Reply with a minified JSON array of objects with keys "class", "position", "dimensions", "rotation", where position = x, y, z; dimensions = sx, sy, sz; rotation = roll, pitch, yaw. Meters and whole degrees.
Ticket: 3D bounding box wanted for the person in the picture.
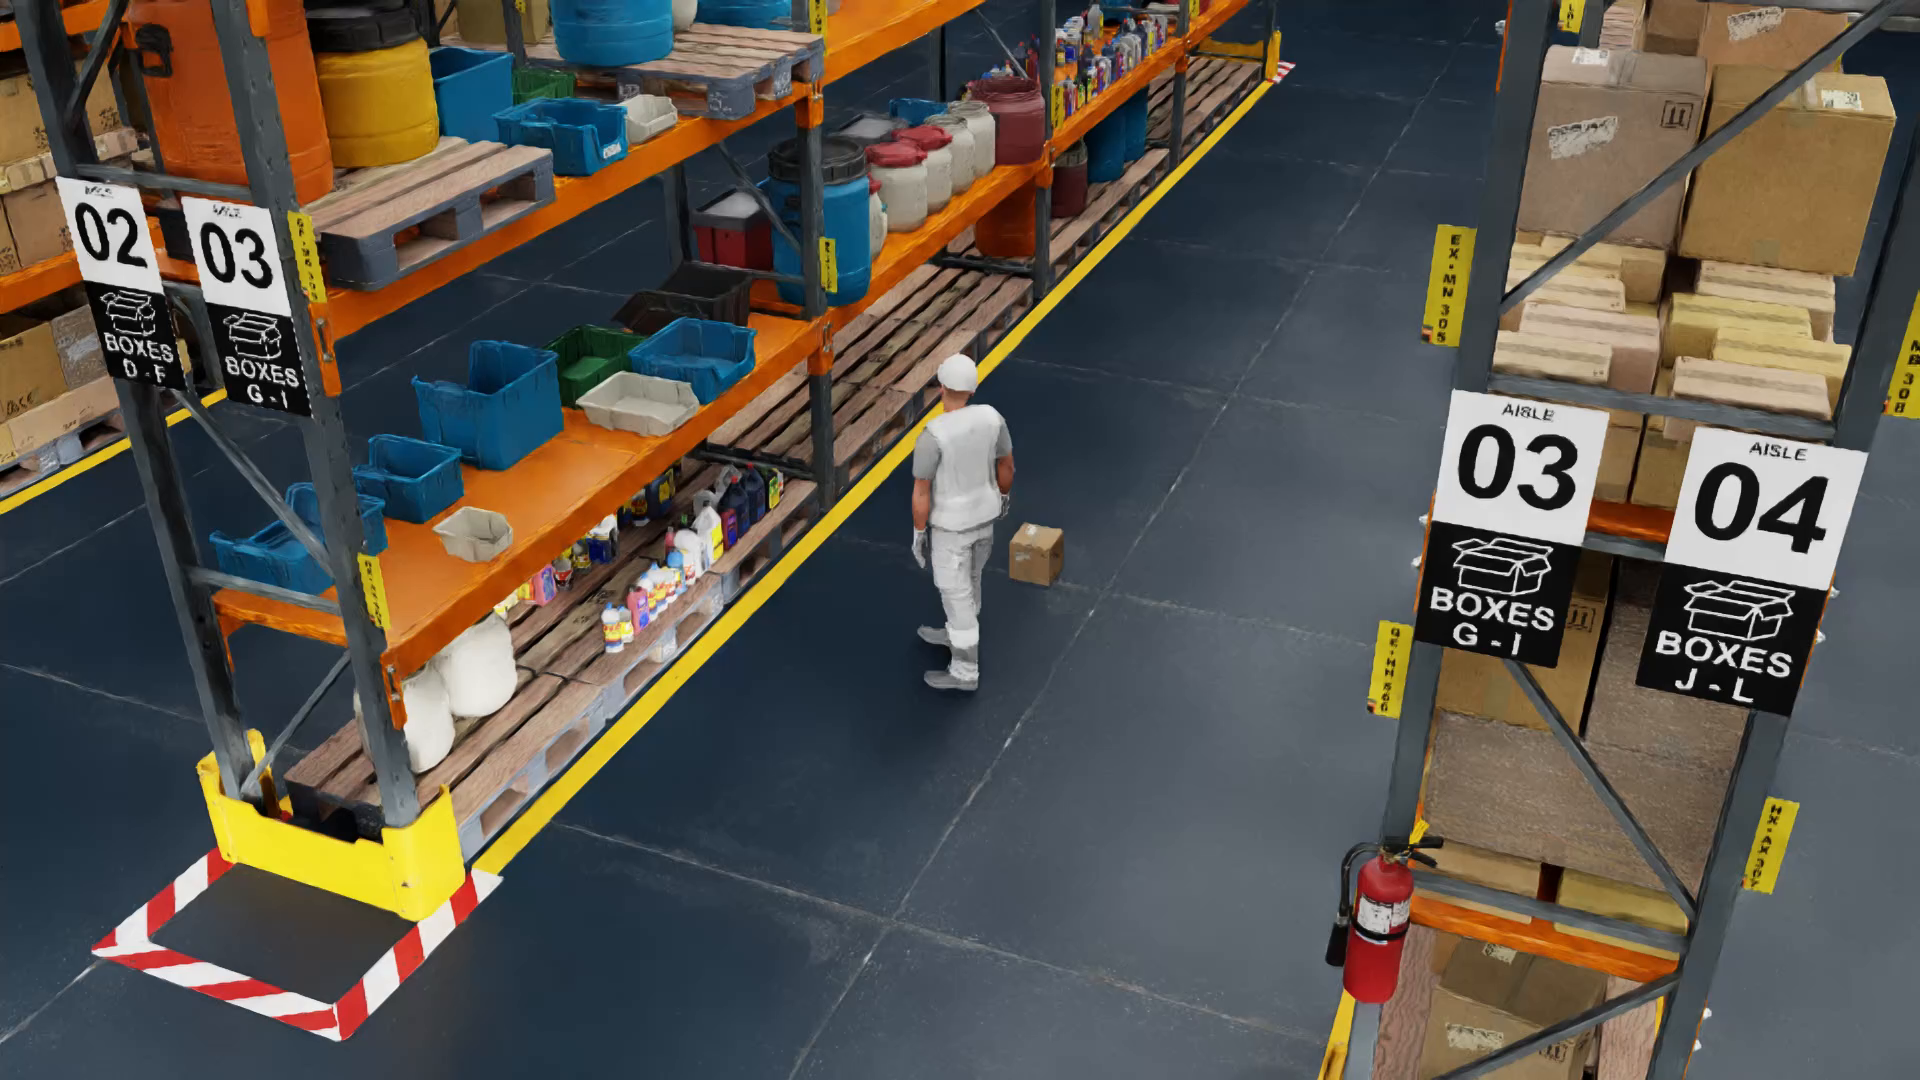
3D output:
[{"class":"person","position":[-0.015,-0.126,8.590],"dimensions":[0.667,1.788,0.598],"rotation":[-22,36,-34]}]
